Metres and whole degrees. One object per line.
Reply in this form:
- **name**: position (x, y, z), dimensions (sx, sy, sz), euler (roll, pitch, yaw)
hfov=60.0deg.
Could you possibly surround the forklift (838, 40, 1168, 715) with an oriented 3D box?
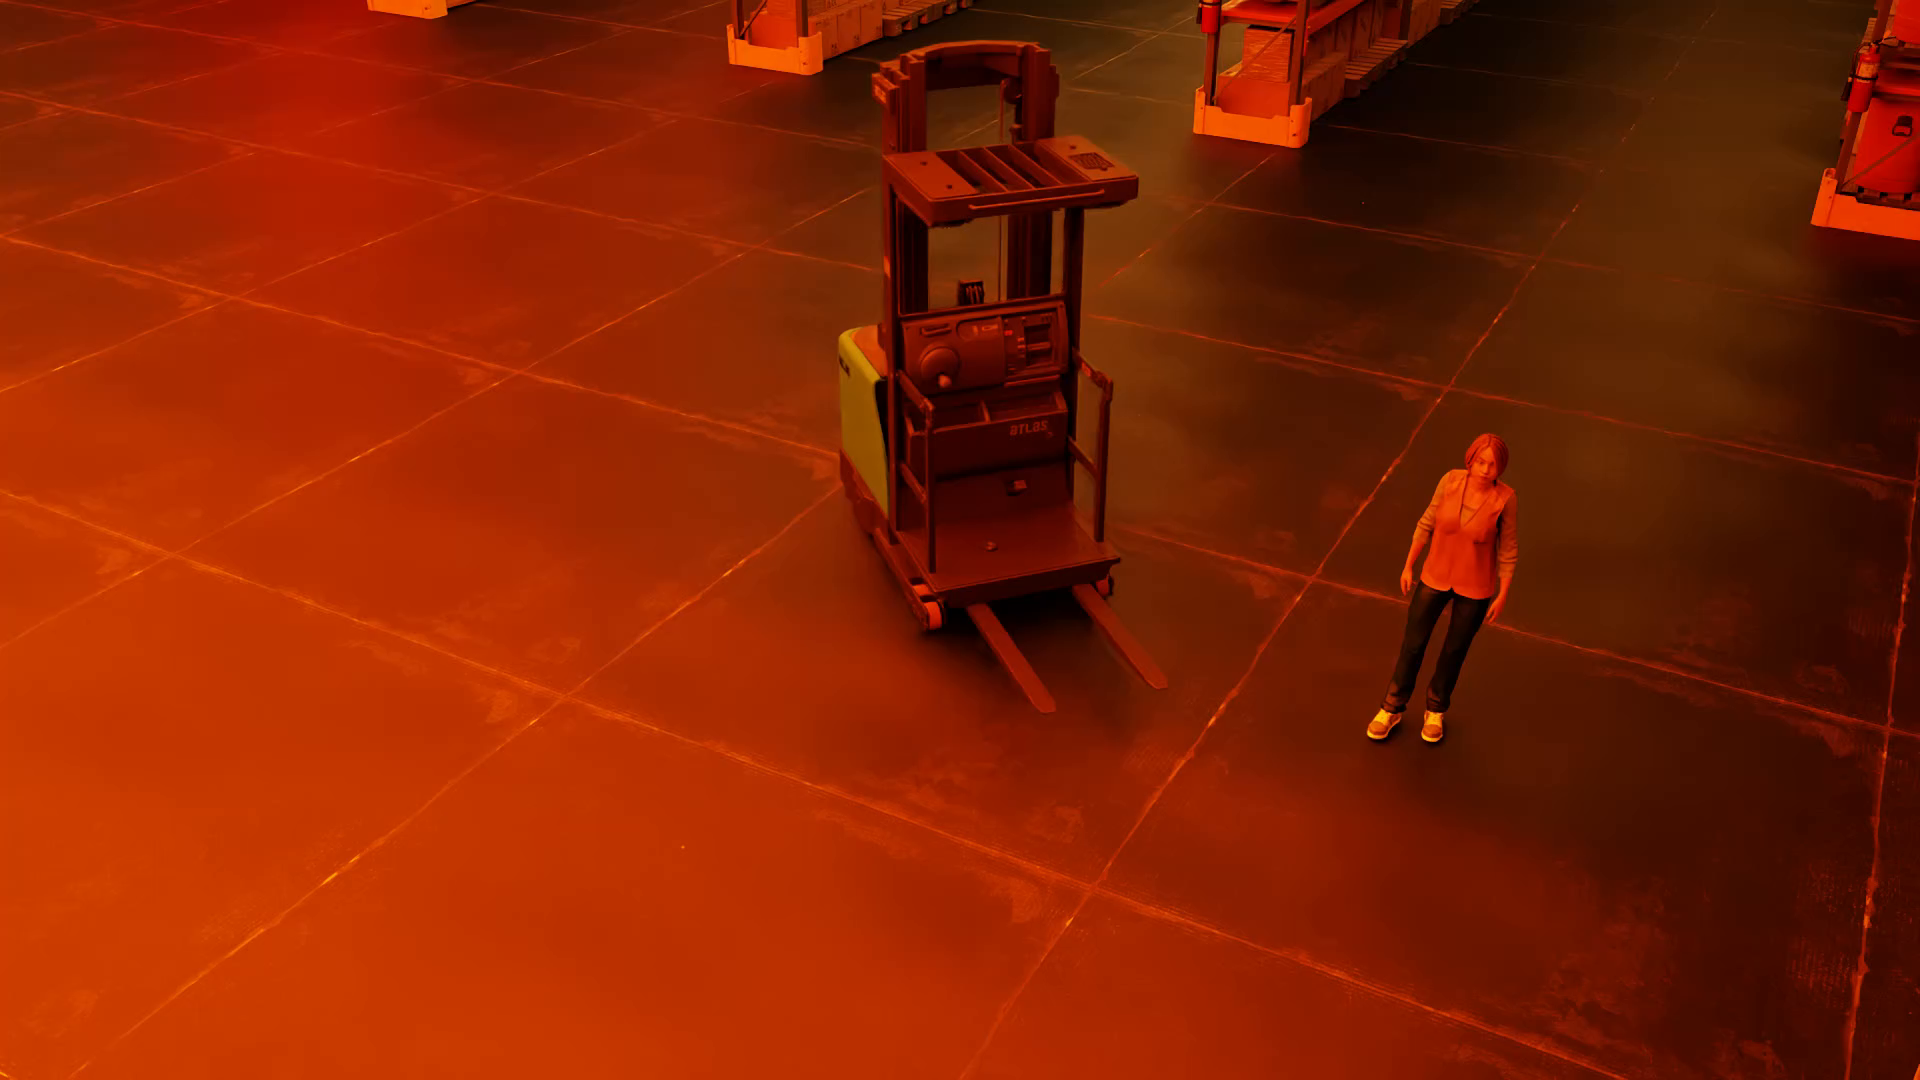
- **forklift**: position (0.217, -0.999, 8.801), dimensions (1.130, 2.935, 3.031), euler (-10, 31, -17)

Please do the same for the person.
- **person**: position (2.345, 0.259, 7.949), dimensions (0.517, 1.591, 0.476), euler (15, 33, 24)
